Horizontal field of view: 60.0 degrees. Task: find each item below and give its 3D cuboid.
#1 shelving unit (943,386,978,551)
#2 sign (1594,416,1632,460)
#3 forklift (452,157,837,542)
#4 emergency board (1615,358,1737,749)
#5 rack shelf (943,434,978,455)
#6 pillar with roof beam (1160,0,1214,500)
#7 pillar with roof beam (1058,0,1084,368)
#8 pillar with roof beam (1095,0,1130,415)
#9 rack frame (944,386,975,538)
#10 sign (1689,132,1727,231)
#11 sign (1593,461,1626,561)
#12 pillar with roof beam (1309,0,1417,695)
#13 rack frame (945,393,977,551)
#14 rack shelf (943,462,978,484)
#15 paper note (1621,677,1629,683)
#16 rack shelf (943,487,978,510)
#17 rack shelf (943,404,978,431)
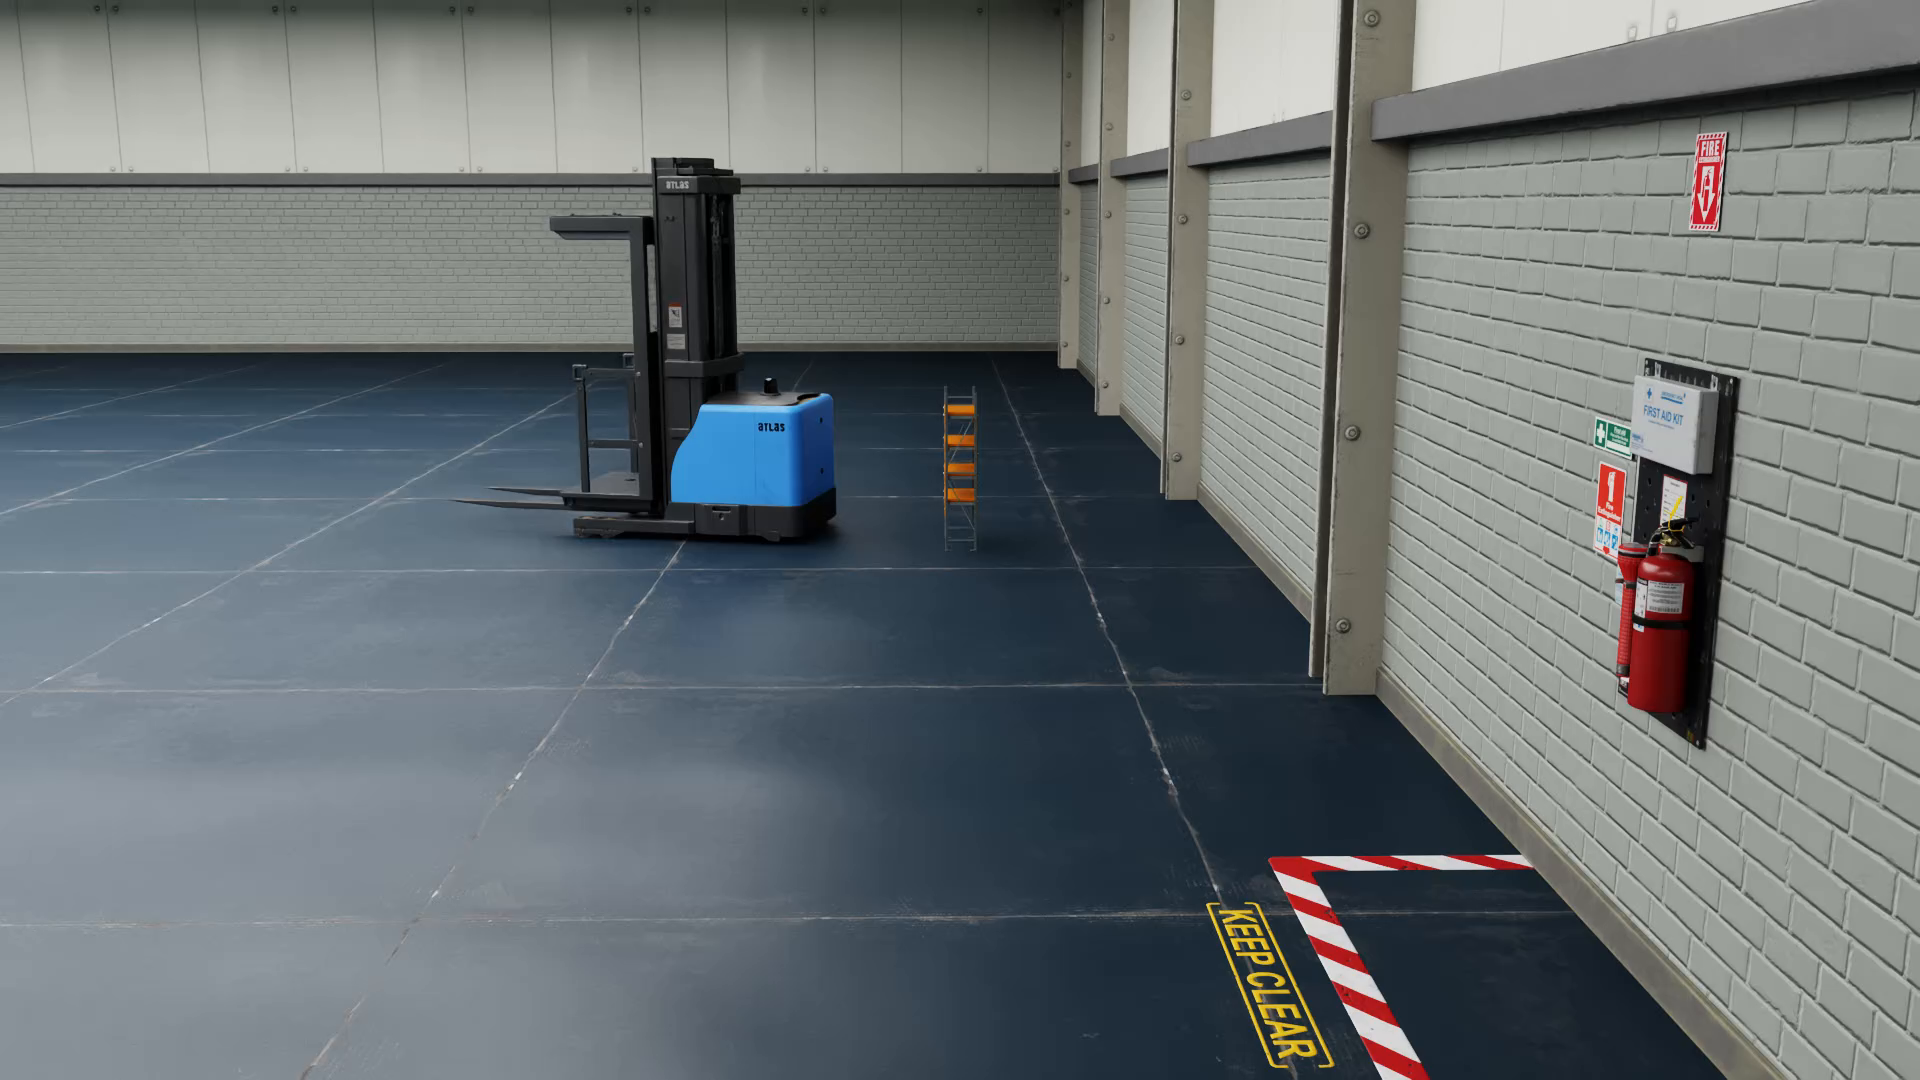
[{"bbox_3d":[0.003,-0.555,12.778,0.258,1.200,0.503,0,11,-1],"label":"shelving unit"},{"bbox_3d":[2.310,-0.363,5.879,0.001,0.109,0.331,0,11,-1],"label":"sign"},{"bbox_3d":[-2.589,-1.547,13.310,3.031,2.935,1.130,2,12,11],"label":"forklift"},{"bbox_3d":[2.227,0.024,5.396,0.194,1.169,0.643,0,11,-1],"label":"emergency board"},{"bbox_3d":[0.003,-0.708,12.747,0.258,0.148,0.480,0,11,-1],"label":"rack shelf"},{"bbox_3d":[-2.312,-4.792,14.048,9.100,9.000,0.400,0,11,-1],"label":"pillar with roof beam"},{"bbox_3d":[-2.560,-7.178,25.806,9.100,9.000,0.400,0,11,-1],"label":"pillar with roof beam"},{"bbox_3d":[-2.436,-5.985,19.927,9.100,9.000,0.400,0,11,-1],"label":"pillar with roof beam"},{"bbox_3d":[-0.002,-0.604,13.017,0.240,1.200,0.015,0,11,-1],"label":"rack frame"},{"bbox_3d":[2.326,-1.114,5.176,0.001,0.298,0.199,0,11,-1],"label":"sign"},{"bbox_3d":[2.318,-0.104,5.937,0.001,0.329,0.234,0,11,-1],"label":"sign"},{"bbox_3d":[-2.188,-3.600,8.169,9.100,9.000,0.400,0,11,-1],"label":"pillar with roof beam"},{"bbox_3d":[0.008,-0.507,12.539,0.240,1.200,0.015,0,11,-1],"label":"rack frame"},{"bbox_3d":[0.003,-0.489,12.791,0.258,0.148,0.480,0,11,-1],"label":"rack shelf"},{"bbox_3d":[2.292,0.420,5.659,0.016,0.148,0.142,0,11,-1],"label":"paper note"},{"bbox_3d":[0.003,-0.295,12.830,0.258,0.148,0.480,0,11,-1],"label":"rack shelf"},{"bbox_3d":[0.003,-0.940,12.699,0.258,0.148,0.480,0,11,-1],"label":"rack shelf"}]
